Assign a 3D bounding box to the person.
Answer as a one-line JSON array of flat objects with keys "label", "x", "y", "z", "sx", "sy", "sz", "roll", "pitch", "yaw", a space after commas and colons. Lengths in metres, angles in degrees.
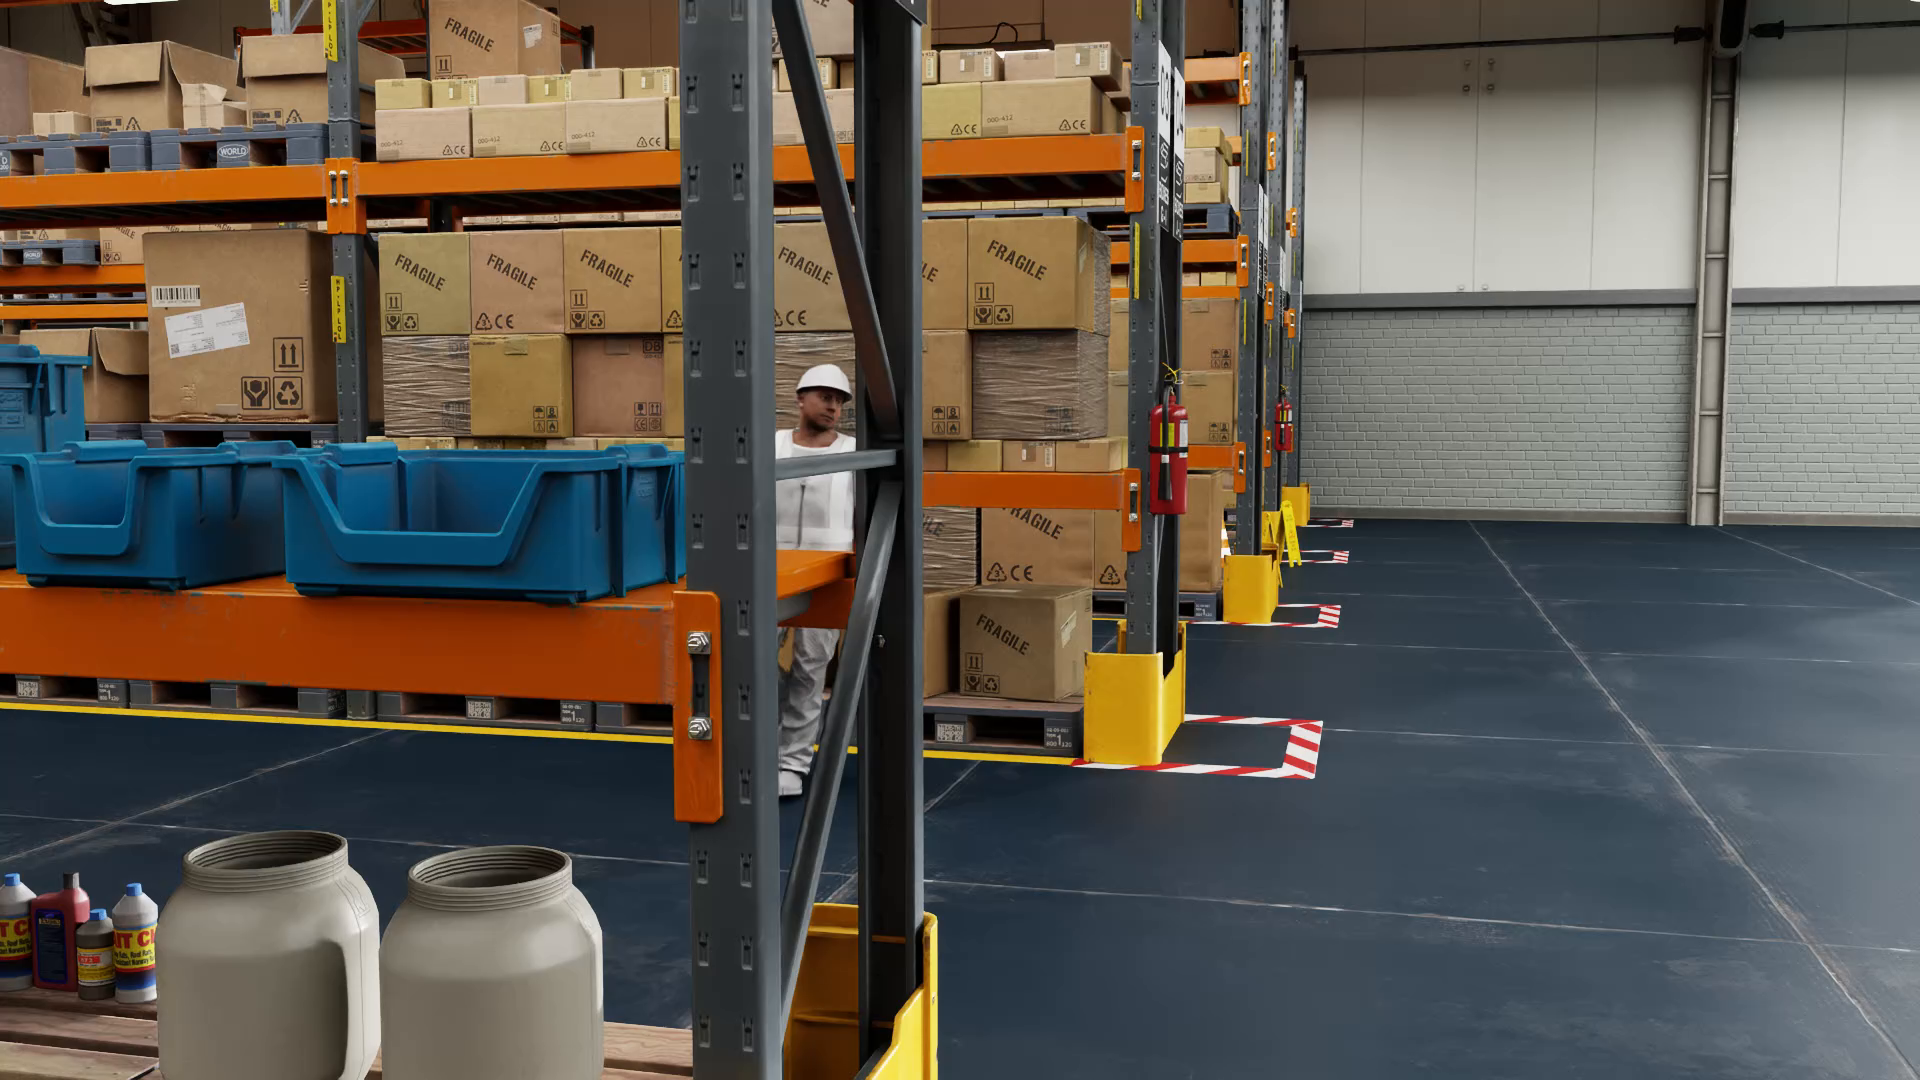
[{"label": "person", "x": -0.660, "y": 0.156, "z": 6.913, "sx": 0.630, "sy": 1.769, "sz": 0.547, "roll": 0, "pitch": 5, "yaw": 4}]
